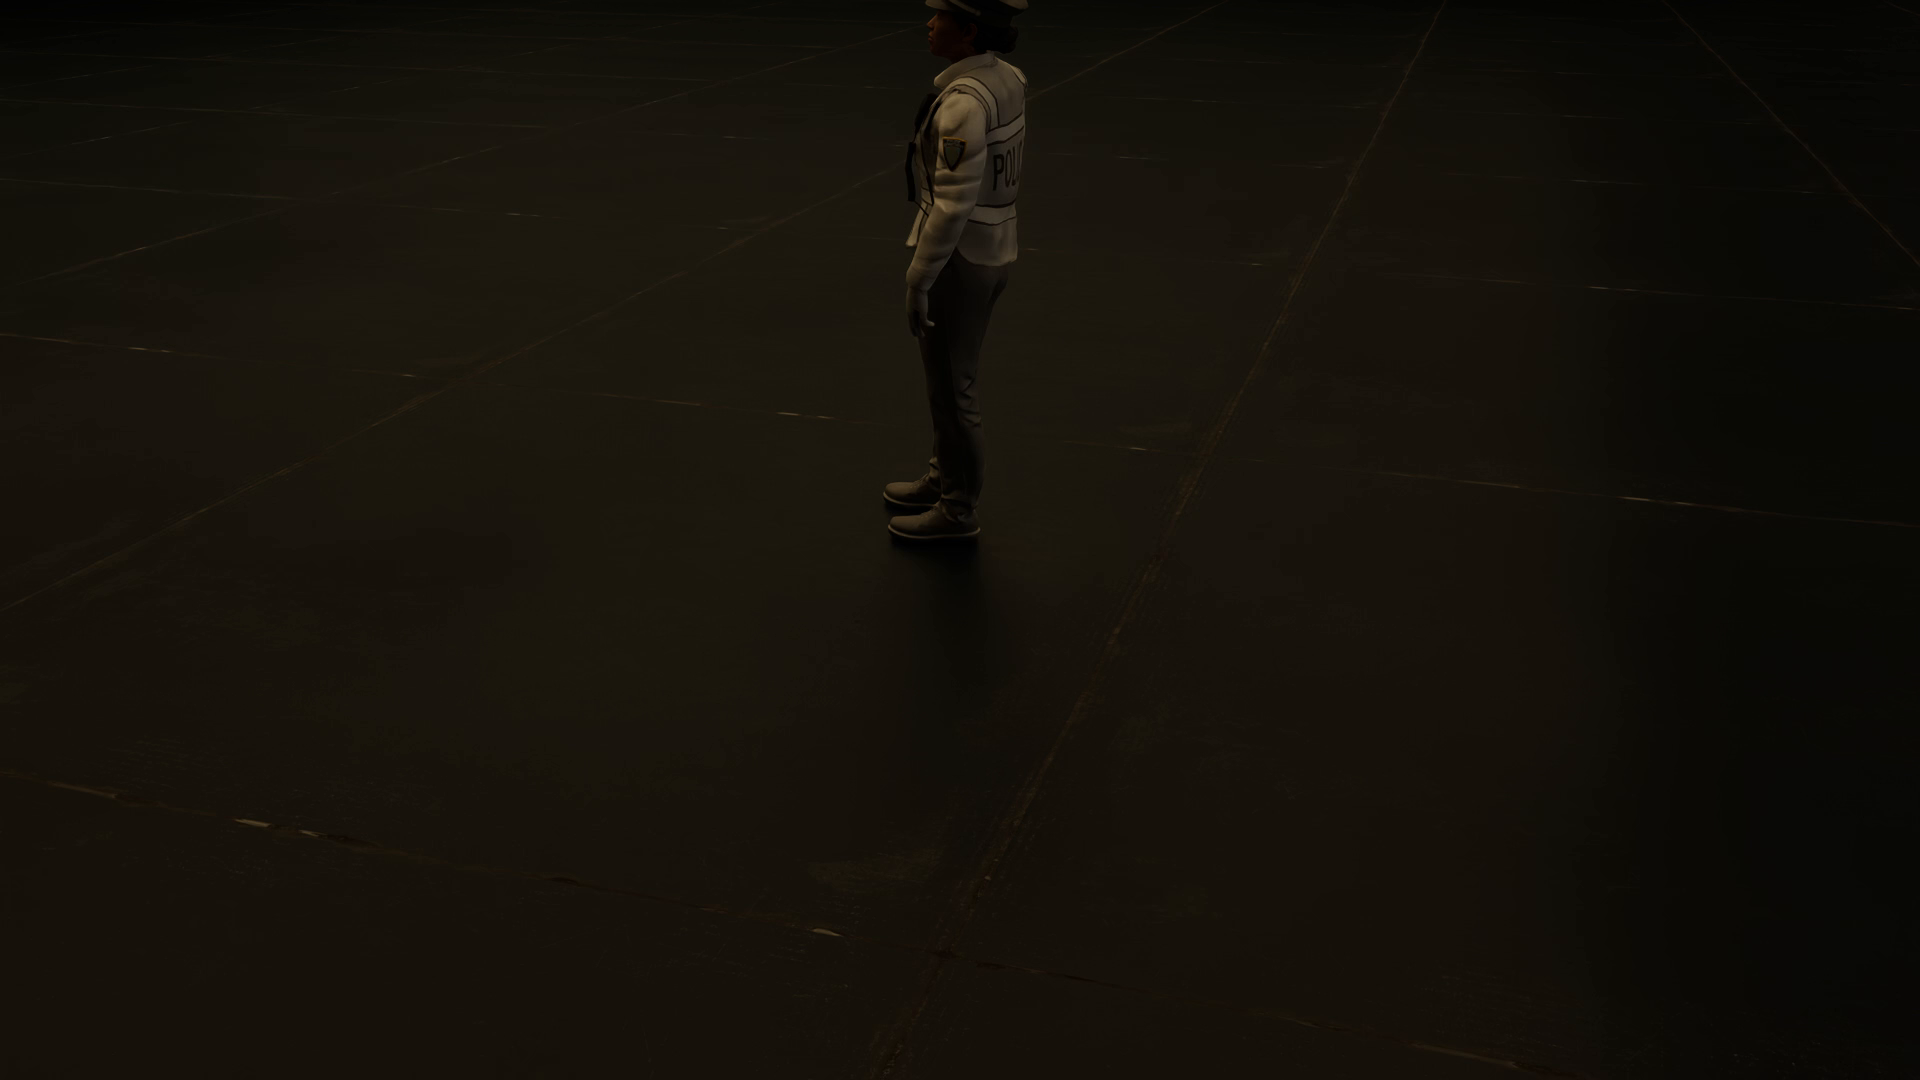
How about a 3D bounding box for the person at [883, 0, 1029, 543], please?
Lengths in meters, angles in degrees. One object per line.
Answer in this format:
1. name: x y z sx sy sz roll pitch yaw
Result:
1. person: -0.064 -0.800 4.820 0.530 1.694 0.586 7 23 16
